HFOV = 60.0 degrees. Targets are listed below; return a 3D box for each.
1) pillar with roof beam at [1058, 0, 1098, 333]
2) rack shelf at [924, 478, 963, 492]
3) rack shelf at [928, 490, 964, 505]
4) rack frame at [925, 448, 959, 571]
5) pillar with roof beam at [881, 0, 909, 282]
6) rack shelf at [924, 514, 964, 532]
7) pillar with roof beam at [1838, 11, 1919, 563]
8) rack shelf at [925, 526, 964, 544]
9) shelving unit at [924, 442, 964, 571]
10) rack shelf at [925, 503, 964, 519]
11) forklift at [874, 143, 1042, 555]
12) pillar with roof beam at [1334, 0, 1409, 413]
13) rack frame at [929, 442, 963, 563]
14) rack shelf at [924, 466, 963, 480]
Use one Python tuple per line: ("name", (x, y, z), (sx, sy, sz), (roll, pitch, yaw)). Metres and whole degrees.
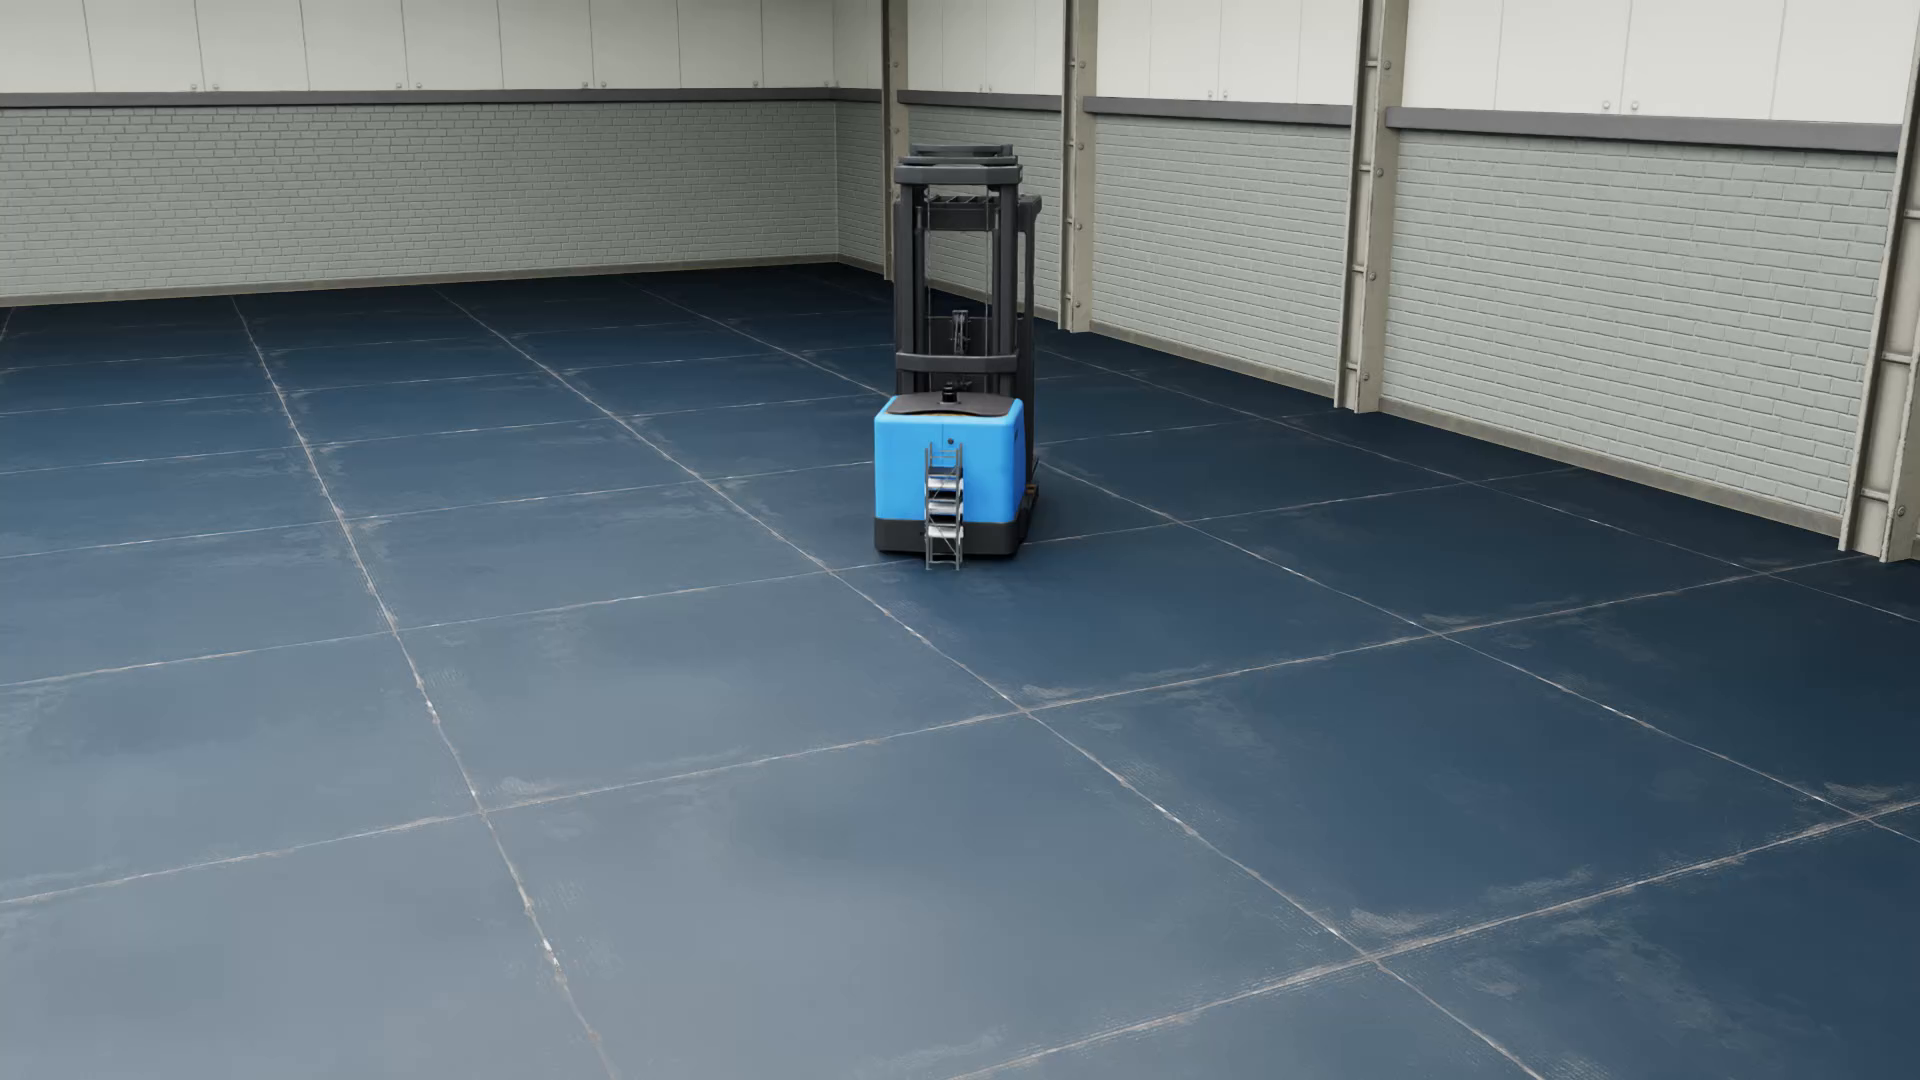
("pillar with roof beam", (-2.300, -6.682, 19.720), (9.100, 9.000, 0.400), (-8, 18, -25))
("rack shelf", (-0.114, -0.380, 11.912), (0.258, 0.077, 0.200), (2, 16, 7))
("rack shelf", (-0.114, -0.294, 11.937), (0.258, 0.077, 0.200), (2, 16, 7))
("rack frame", (-0.127, -0.211, 11.856), (0.240, 0.900, 0.006), (2, 16, 7))
("pillar with roof beam", (-4.929, -8.169, 24.904), (9.100, 9.000, 0.400), (-8, 18, -25))
("rack shelf", (-0.114, -0.121, 11.987), (0.258, 0.077, 0.200), (2, 16, 7))
("pillar with roof beam", (2.957, -3.706, 9.351), (9.100, 9.000, 0.400), (-8, 18, -25))
("rack shelf", (-0.114, -0.034, 12.011), (0.258, 0.077, 0.200), (2, 16, 7))
("shelving unit", (-0.114, -0.239, 11.953), (0.258, 0.900, 0.210), (2, 16, 7))
("rack shelf", (-0.114, -0.207, 11.962), (0.258, 0.077, 0.200), (2, 16, 7))
("forklift", (0.061, -1.661, 13.224), (1.130, 2.935, 3.031), (2, 16, 7))
("pillar with roof beam", (0.328, -5.194, 14.535), (9.100, 9.000, 0.400), (-8, 18, -25))
("rack frame", (-0.101, -0.267, 12.050), (0.240, 0.900, 0.006), (2, 16, 7))
("rack shelf", (-0.114, -0.467, 11.887), (0.258, 0.077, 0.200), (2, 16, 7))
